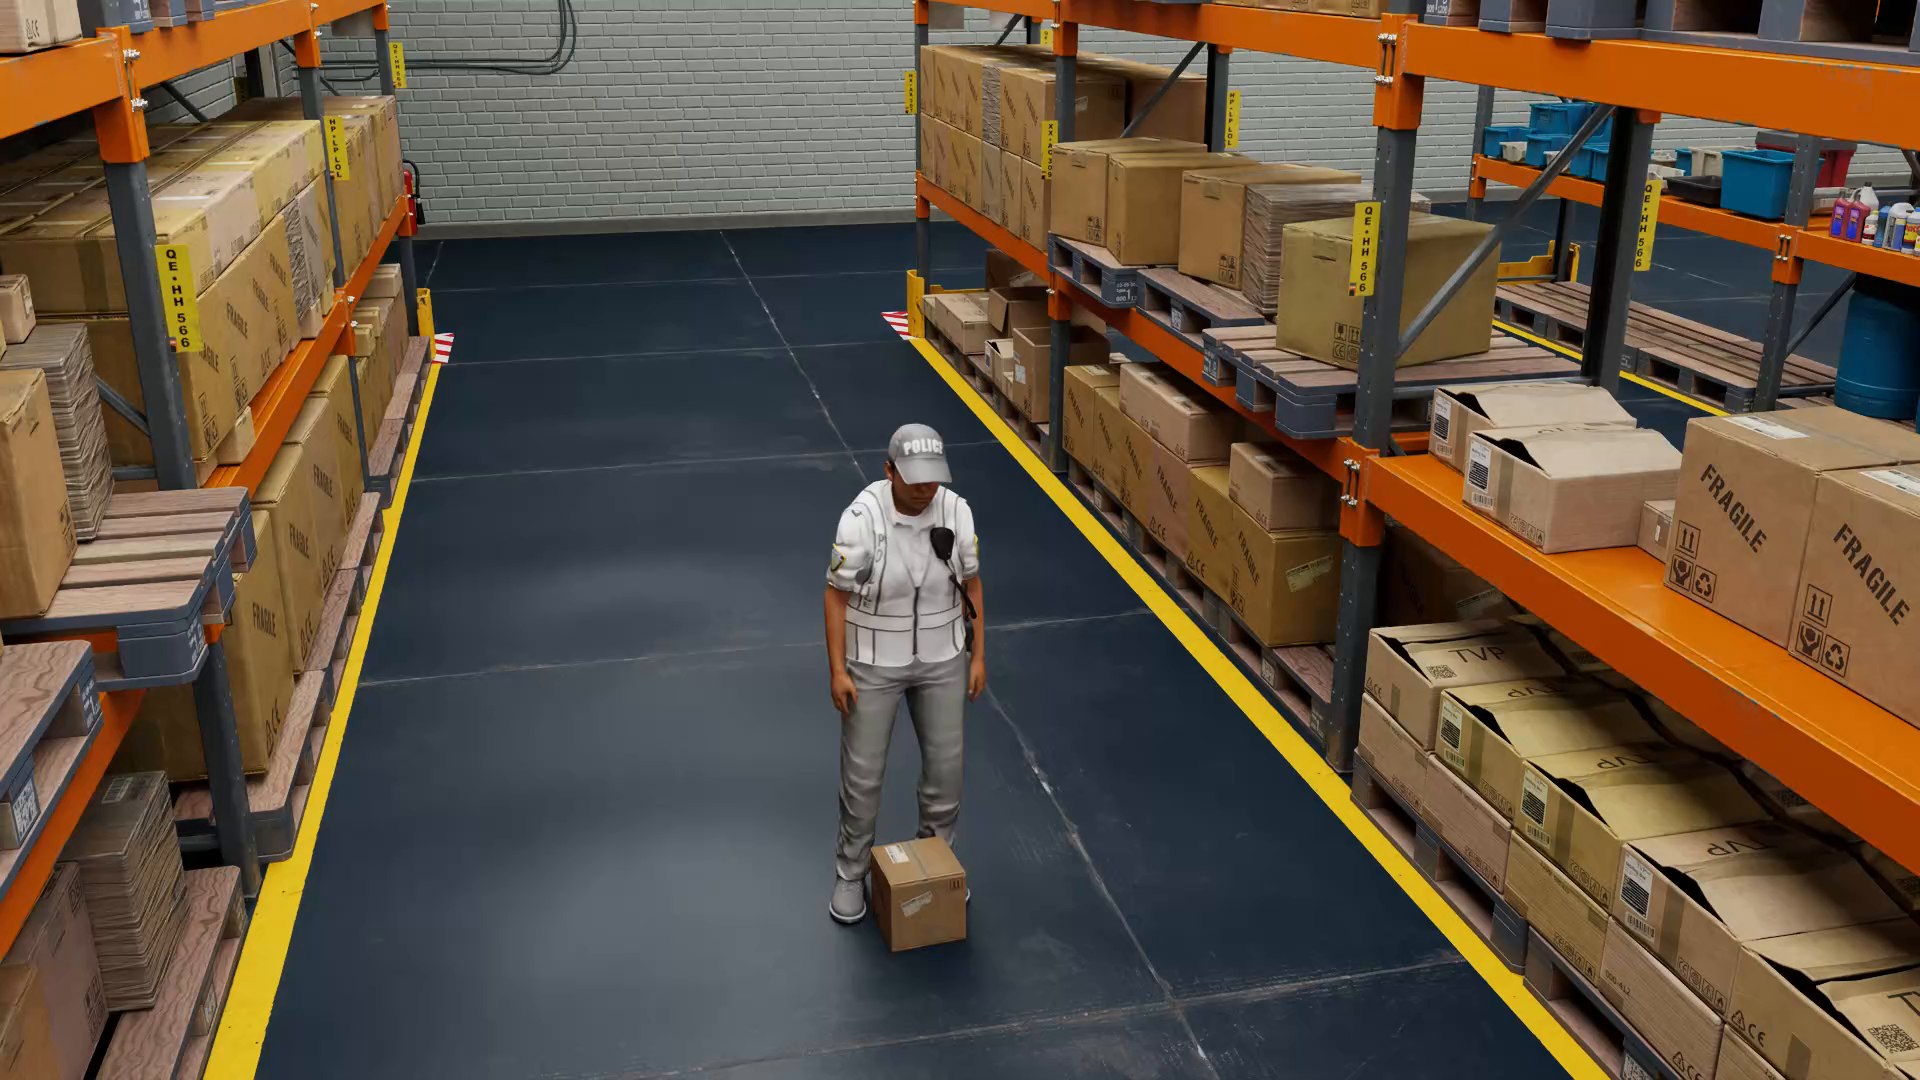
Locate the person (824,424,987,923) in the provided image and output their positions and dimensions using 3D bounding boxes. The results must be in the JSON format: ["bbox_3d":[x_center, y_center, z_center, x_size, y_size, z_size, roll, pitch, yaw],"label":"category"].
[{"bbox_3d":[-0.183,0.416,5.401,0.563,1.667,0.463,-6,20,-15],"label":"person"}]
